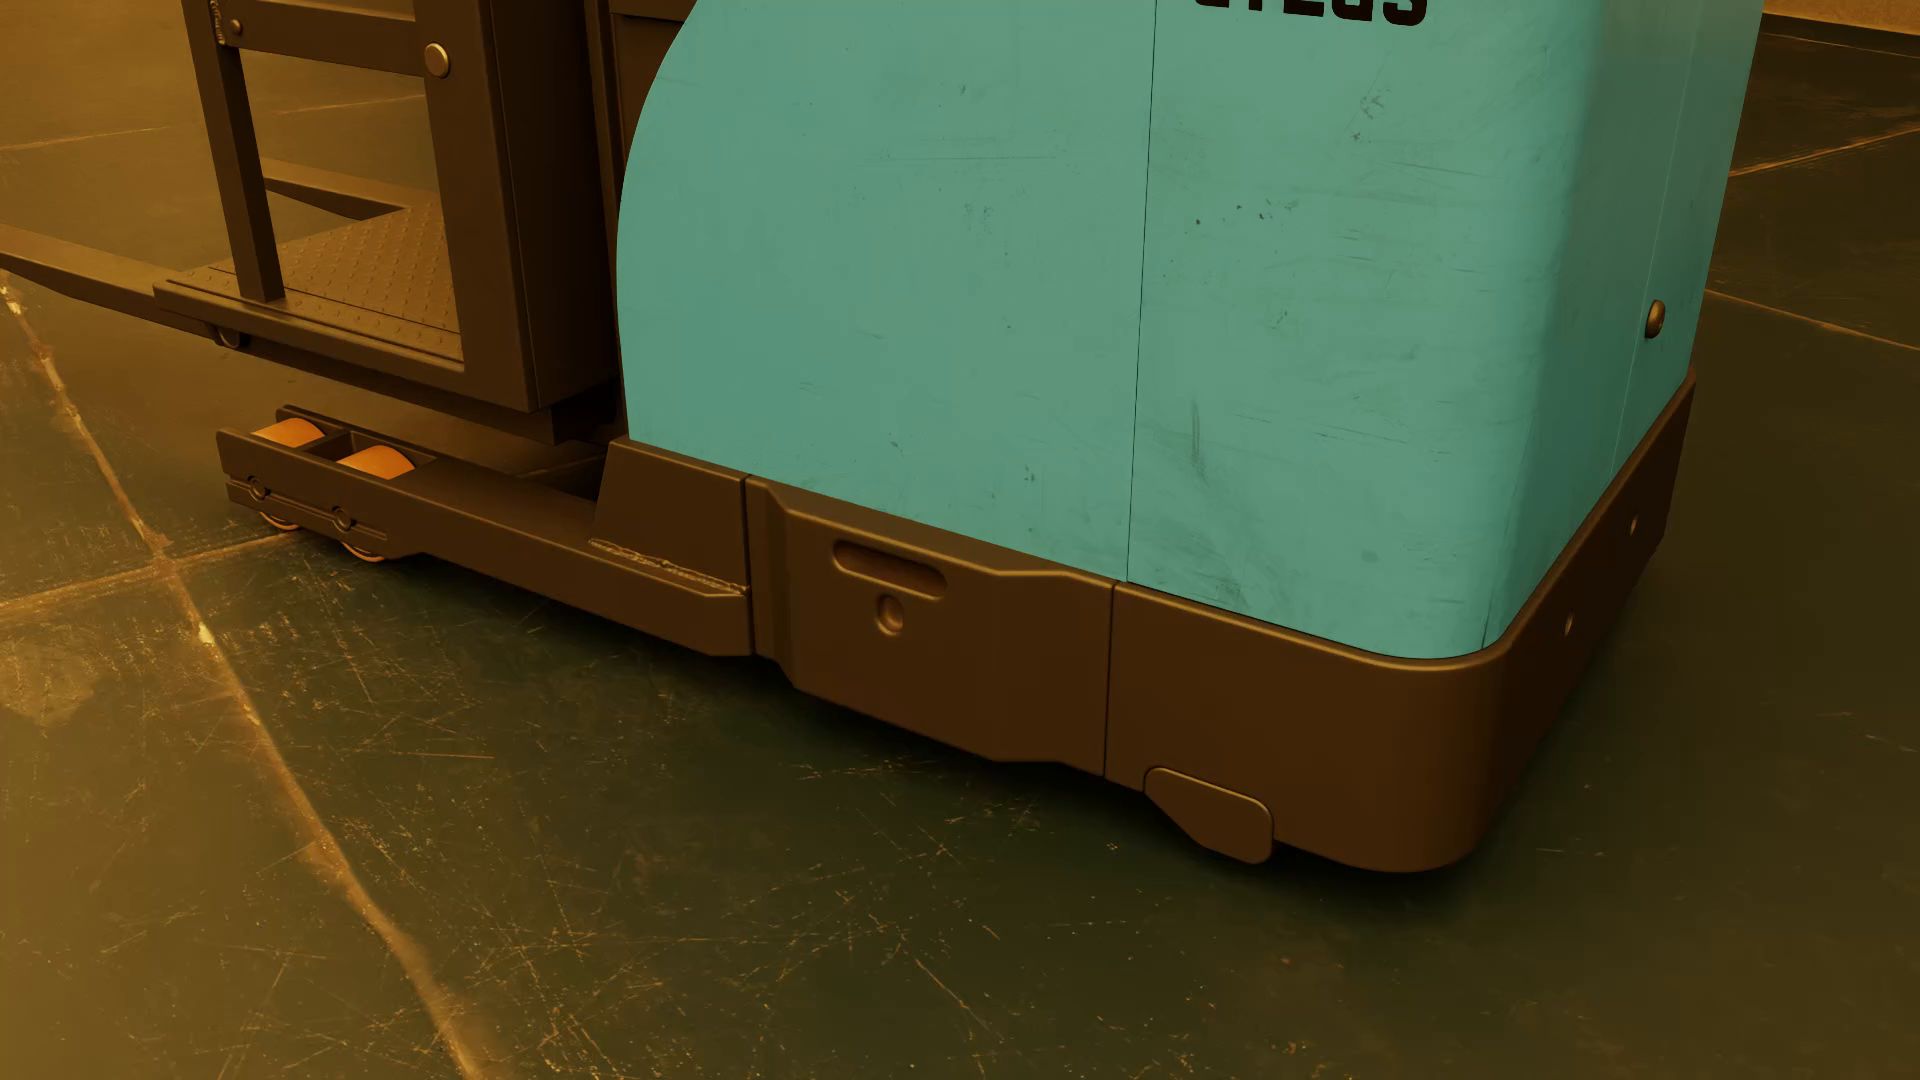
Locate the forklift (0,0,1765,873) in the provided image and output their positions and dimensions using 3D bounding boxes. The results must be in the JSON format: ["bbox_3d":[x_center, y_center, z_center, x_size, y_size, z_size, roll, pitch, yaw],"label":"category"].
[{"bbox_3d":[-0.511,-1.459,2.139,3.031,2.935,1.130,16,31,29],"label":"forklift"}]
